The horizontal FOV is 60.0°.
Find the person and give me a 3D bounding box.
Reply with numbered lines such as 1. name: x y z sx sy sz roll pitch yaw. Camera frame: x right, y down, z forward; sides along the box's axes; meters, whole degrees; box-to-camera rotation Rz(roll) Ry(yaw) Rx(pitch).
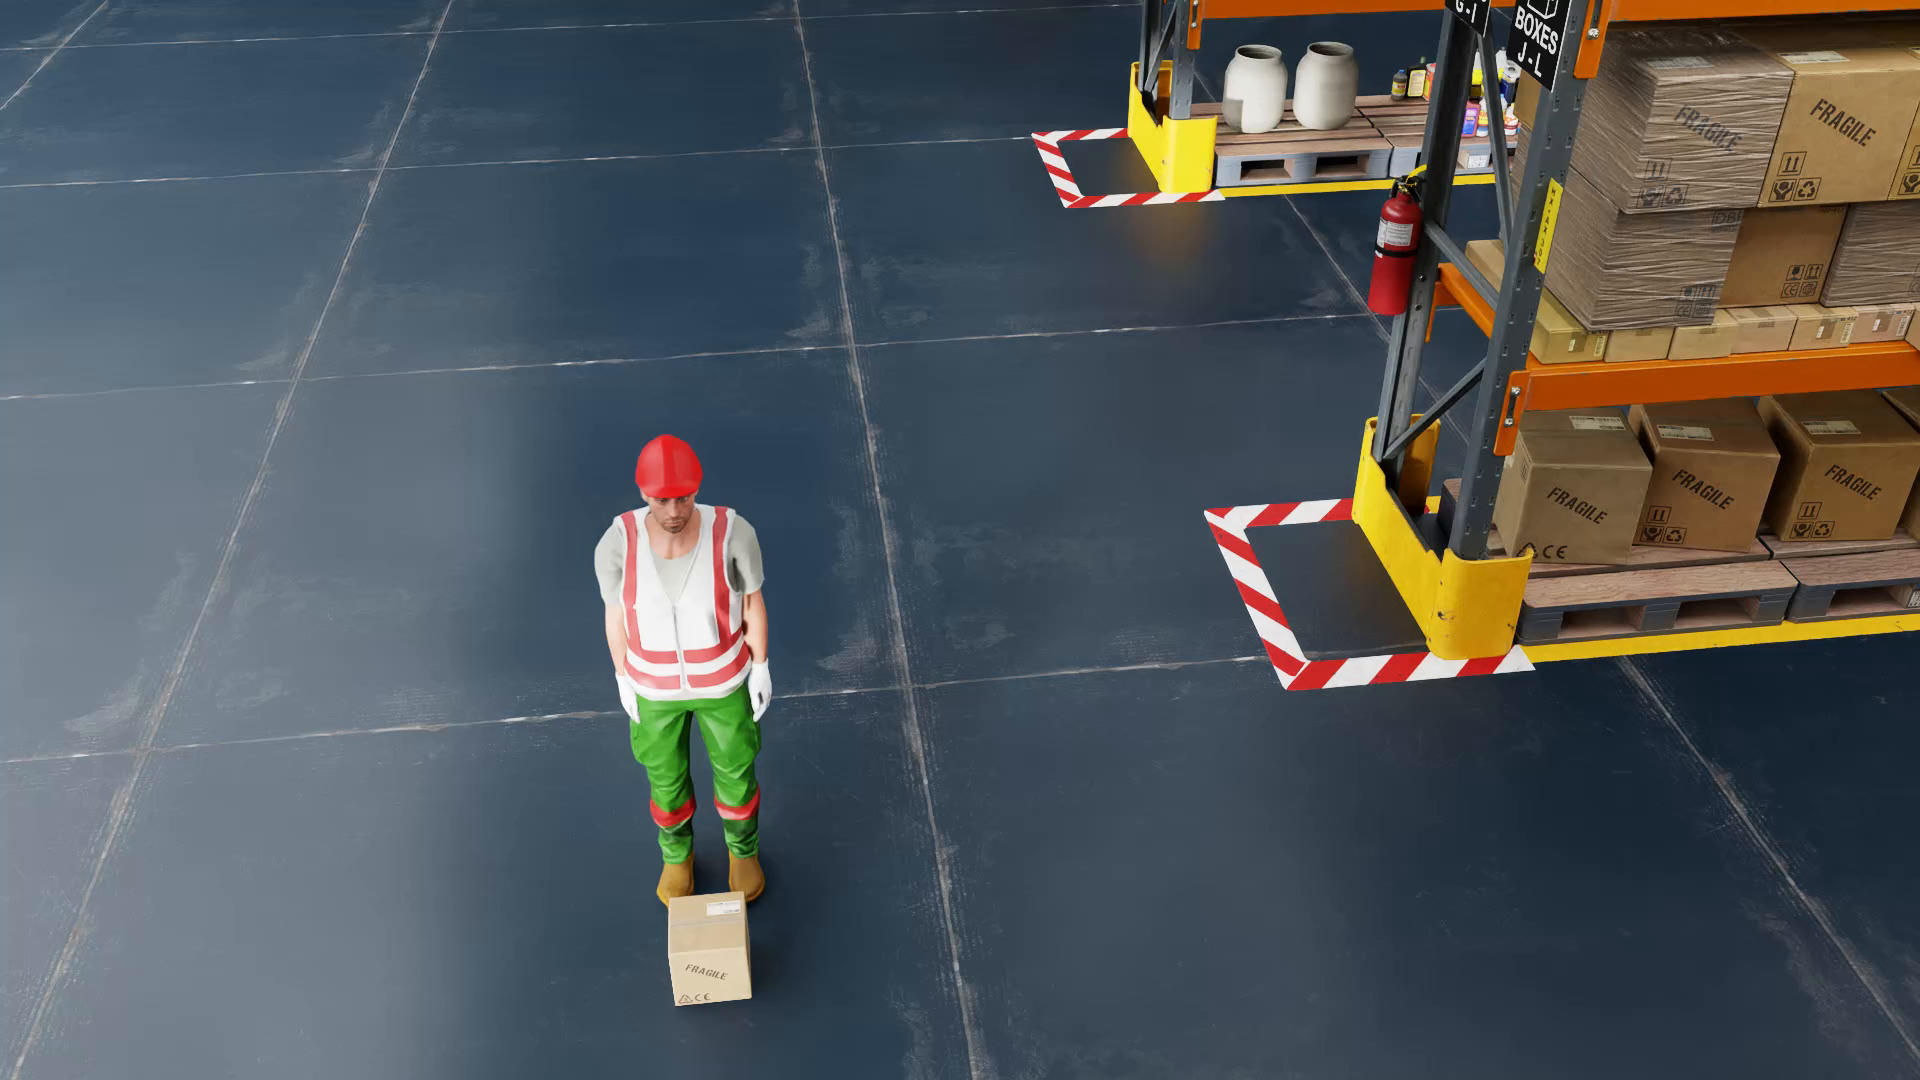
1. person: -0.881 0.455 5.458 0.525 1.789 0.354 -4 35 -5
